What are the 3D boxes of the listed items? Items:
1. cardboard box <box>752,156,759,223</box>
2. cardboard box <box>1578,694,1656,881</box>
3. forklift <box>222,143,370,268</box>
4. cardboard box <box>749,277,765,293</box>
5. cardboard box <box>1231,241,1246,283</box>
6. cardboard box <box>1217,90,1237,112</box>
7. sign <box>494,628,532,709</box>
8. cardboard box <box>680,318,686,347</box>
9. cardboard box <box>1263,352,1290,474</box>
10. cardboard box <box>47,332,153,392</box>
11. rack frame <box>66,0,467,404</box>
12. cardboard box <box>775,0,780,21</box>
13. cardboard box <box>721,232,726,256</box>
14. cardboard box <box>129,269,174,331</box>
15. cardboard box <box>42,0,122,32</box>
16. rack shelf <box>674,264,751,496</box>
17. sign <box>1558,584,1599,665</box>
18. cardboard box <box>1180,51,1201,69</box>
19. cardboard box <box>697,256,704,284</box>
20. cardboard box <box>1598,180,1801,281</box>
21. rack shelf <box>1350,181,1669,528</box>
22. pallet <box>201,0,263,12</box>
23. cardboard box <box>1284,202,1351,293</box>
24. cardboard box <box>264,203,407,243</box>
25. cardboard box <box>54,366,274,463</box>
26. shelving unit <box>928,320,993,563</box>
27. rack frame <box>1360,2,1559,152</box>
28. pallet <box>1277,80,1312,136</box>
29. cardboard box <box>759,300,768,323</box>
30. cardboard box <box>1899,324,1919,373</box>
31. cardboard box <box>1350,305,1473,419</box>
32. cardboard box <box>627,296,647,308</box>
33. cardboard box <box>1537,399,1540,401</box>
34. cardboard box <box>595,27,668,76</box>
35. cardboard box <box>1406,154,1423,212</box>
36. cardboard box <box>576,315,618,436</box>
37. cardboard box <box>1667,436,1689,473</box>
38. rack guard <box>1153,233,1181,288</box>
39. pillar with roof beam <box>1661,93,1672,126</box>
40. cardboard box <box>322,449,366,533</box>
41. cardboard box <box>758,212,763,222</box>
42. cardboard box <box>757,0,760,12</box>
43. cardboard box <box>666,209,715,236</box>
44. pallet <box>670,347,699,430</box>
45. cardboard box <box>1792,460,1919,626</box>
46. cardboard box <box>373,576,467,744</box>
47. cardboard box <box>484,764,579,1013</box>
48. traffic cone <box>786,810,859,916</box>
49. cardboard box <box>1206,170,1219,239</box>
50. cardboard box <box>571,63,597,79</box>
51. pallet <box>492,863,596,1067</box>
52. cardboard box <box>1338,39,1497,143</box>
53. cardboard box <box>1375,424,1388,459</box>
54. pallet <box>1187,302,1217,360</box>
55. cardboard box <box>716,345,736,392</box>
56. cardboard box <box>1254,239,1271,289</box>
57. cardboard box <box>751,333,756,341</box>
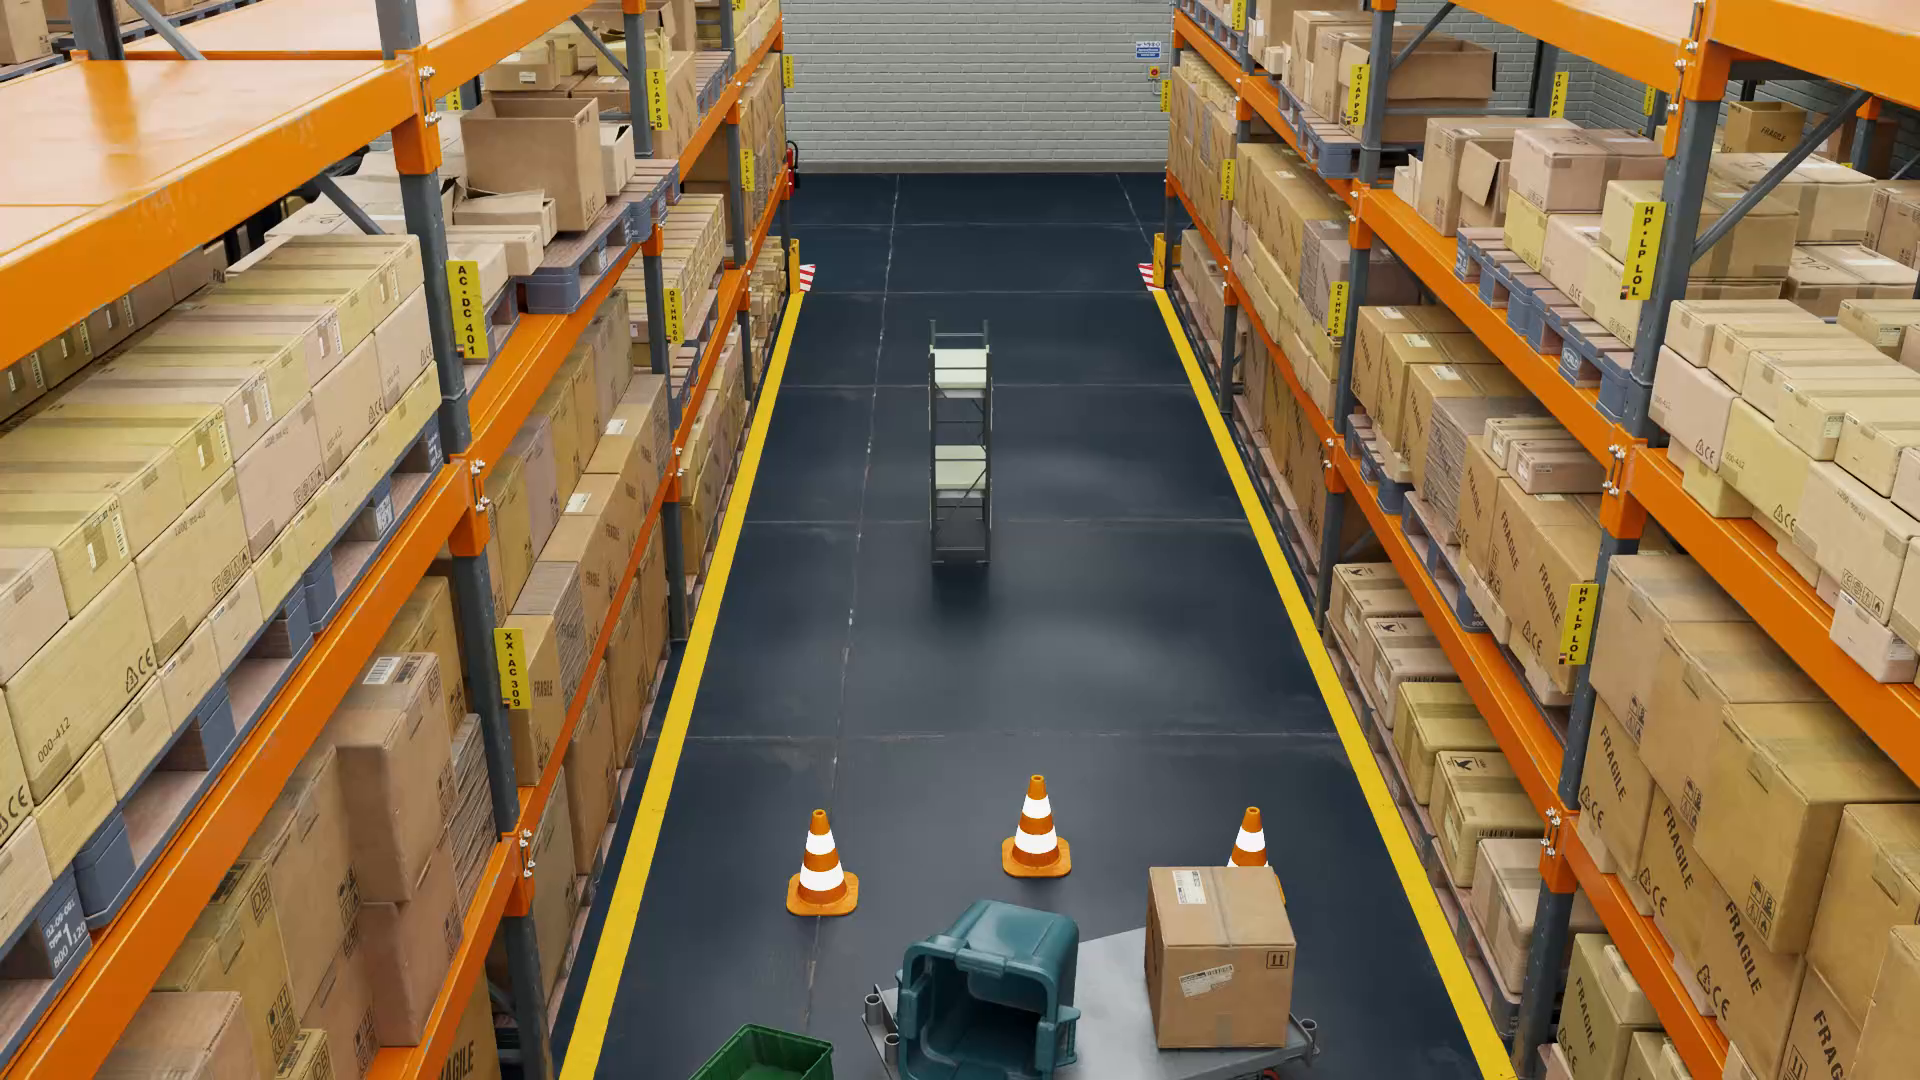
[{"bbox_3d":[-2.007,-2.992,14.243,0.500,0.500,0.500,0,24,-1],"label":"cardboard box"},{"bbox_3d":[2.521,0.832,5.787,0.500,0.500,0.500,0,24,-1],"label":"cardboard box"},{"bbox_3d":[-4.677,-1.624,11.785,1.130,2.935,3.031,0,24,0],"label":"forklift"},{"bbox_3d":[-2.029,-2.352,15.539,0.380,0.149,0.250,0,24,0],"label":"cardboard box"},{"bbox_3d":[2.449,-2.215,13.189,0.500,0.250,0.500,-1,24,-2],"label":"cardboard box"},{"bbox_3d":[2.439,-3.807,14.406,0.380,0.149,0.250,0,24,-1],"label":"cardboard box"},{"bbox_3d":[-1.599,0.461,5.944,0.100,0.325,0.005,0,24,-1],"label":"sign"},{"bbox_3d":[-2.011,-1.349,10.887,0.380,0.149,0.250,1,24,2],"label":"cardboard box"},{"bbox_3d":[2.812,-1.062,12.526,0.875,0.875,0.875,0,24,1],"label":"cardboard box"},{"bbox_3d":[-2.421,-0.365,4.468,0.500,0.250,0.500,0,24,-1],"label":"cardboard box"},{"bbox_3d":[-2.154,-1.839,4.895,1.000,3.000,0.127,0,24,-1],"label":"rack frame"},{"bbox_3d":[-2.015,-5.162,16.066,0.500,0.250,0.500,-1,24,-2],"label":"cardboard box"},{"bbox_3d":[-2.039,-2.316,13.026,0.380,0.149,0.250,-1,24,-2],"label":"cardboard box"},{"bbox_3d":[-2.486,-0.701,4.726,0.380,0.149,0.250,0,24,-1],"label":"cardboard box"},{"bbox_3d":[-7.270,-4.392,13.430,0.700,0.500,0.500,-2,24,-4],"label":"cardboard box"},{"bbox_3d":[-2.219,-1.250,11.746,1.077,0.370,4.000,0,24,-1],"label":"rack shelf"},{"bbox_3d":[2.240,0.307,6.026,0.100,0.325,0.005,0,24,-1],"label":"sign"},{"bbox_3d":[2.391,-4.763,16.520,0.380,0.149,0.250,0,24,1],"label":"cardboard box"},{"bbox_3d":[-2.021,-1.908,11.763,0.380,0.149,0.250,0,24,0],"label":"cardboard box"},{"bbox_3d":[2.661,-1.125,6.023,0.500,0.250,0.500,0,24,1],"label":"cardboard box"},{"bbox_3d":[2.773,-1.032,7.625,1.077,0.370,4.000,0,24,-1],"label":"rack shelf"},{"bbox_3d":[-7.227,-5.090,15.832,1.003,0.211,1.213,0,24,-1],"label":"pallet"},{"bbox_3d":[2.472,-1.946,11.079,0.500,0.500,0.500,0,24,-1],"label":"cardboard box"},{"bbox_3d":[-2.387,-1.148,6.560,0.500,0.250,0.500,0,24,-1],"label":"cardboard box"},{"bbox_3d":[-1.818,-0.288,3.814,0.380,0.149,0.250,-1,24,-1],"label":"cardboard box"},{"bbox_3d":[0.000,-0.681,11.435,0.431,1.500,0.755,0,24,-1],"label":"shelving unit"},{"bbox_3d":[2.751,-3.551,8.681,1.000,3.000,0.127,0,24,-1],"label":"rack frame"},{"bbox_3d":[2.676,-2.824,10.943,1.003,0.211,1.213,1,24,2],"label":"pallet"},{"bbox_3d":[-1.975,-2.114,15.372,0.380,0.149,0.250,0,24,-1],"label":"cardboard box"},{"bbox_3d":[3.096,-0.548,5.020,0.380,0.149,0.250,-1,24,-2],"label":"cardboard box"},{"bbox_3d":[2.525,-1.003,9.337,0.500,0.500,0.500,-1,24,-2],"label":"cardboard box"},{"bbox_3d":[-2.014,-1.403,10.286,0.380,0.149,0.250,-1,24,-2],"label":"cardboard box"},{"bbox_3d":[3.058,-0.583,8.407,0.500,0.500,0.500,-2,24,-4],"label":"cardboard box"},{"bbox_3d":[-1.932,-2.895,9.821,0.396,0.266,0.258,0,24,-1],"label":"cardboard box"},{"bbox_3d":[2.588,-1.887,8.806,0.396,0.266,0.258,0,24,-1],"label":"cardboard box"},{"bbox_3d":[-2.195,-0.861,8.680,0.700,0.500,0.500,-1,24,-1],"label":"cardboard box"},{"bbox_3d":[2.551,-0.290,5.417,0.380,0.149,0.250,-1,24,-1],"label":"cardboard box"},{"bbox_3d":[2.664,-2.985,17.743,1.175,0.500,0.348,0,24,-1],"label":"rack guard"},{"bbox_3d":[4.195,-7.967,18.445,9.100,9.000,0.400,0,24,-1],"label":"pillar with roof beam"},{"bbox_3d":[-1.820,-0.130,4.432,0.380,0.149,0.250,0,24,0],"label":"cardboard box"},{"bbox_3d":[-1.980,-2.948,14.933,0.380,0.149,0.250,1,24,2],"label":"cardboard box"},{"bbox_3d":[-2.021,-4.758,14.565,0.500,0.250,0.500,-1,24,-3],"label":"cardboard box"},{"bbox_3d":[-2.037,-2.368,12.419,0.380,0.149,0.250,-1,24,-2],"label":"cardboard box"},{"bbox_3d":[-2.311,-0.959,10.464,1.213,0.211,1.003,0,24,-1],"label":"pallet"},{"bbox_3d":[2.534,-0.002,4.295,0.500,0.250,0.500,0,24,0],"label":"cardboard box"},{"bbox_3d":[-2.184,0.487,5.542,0.875,0.550,0.550,0,24,-1],"label":"cardboard box"},{"bbox_3d":[-2.250,1.473,7.073,1.050,0.750,0.750,0,24,-1],"label":"cardboard box"},{"bbox_3d":[-0.658,1.491,7.891,0.336,0.463,0.334,0,24,-1],"label":"traffic cone"},{"bbox_3d":[2.436,-2.913,14.430,0.500,0.500,0.500,-1,24,-2],"label":"cardboard box"},{"bbox_3d":[-2.476,-2.606,10.110,0.500,0.500,0.500,0,24,-1],"label":"cardboard box"},{"bbox_3d":[-2.237,1.848,7.409,1.003,0.211,1.213,0,24,-1],"label":"pallet"},{"bbox_3d":[2.596,-2.577,9.533,0.797,0.503,0.637,-2,24,-4],"label":"cardboard box"},{"bbox_3d":[2.495,-0.530,9.077,0.380,0.149,0.250,-2,24,-4],"label":"cardboard box"},{"bbox_3d":[2.762,-2.013,15.944,1.003,0.211,1.213,0,24,-1],"label":"pallet"},{"bbox_3d":[-1.988,-1.278,12.550,0.500,0.250,0.500,1,24,2],"label":"cardboard box"},{"bbox_3d":[2.443,-2.020,12.151,0.500,0.250,0.500,0,24,0],"label":"cardboard box"},{"bbox_3d":[-2.034,-1.762,14.955,0.380,0.149,0.250,-1,24,-2],"label":"cardboard box"}]
